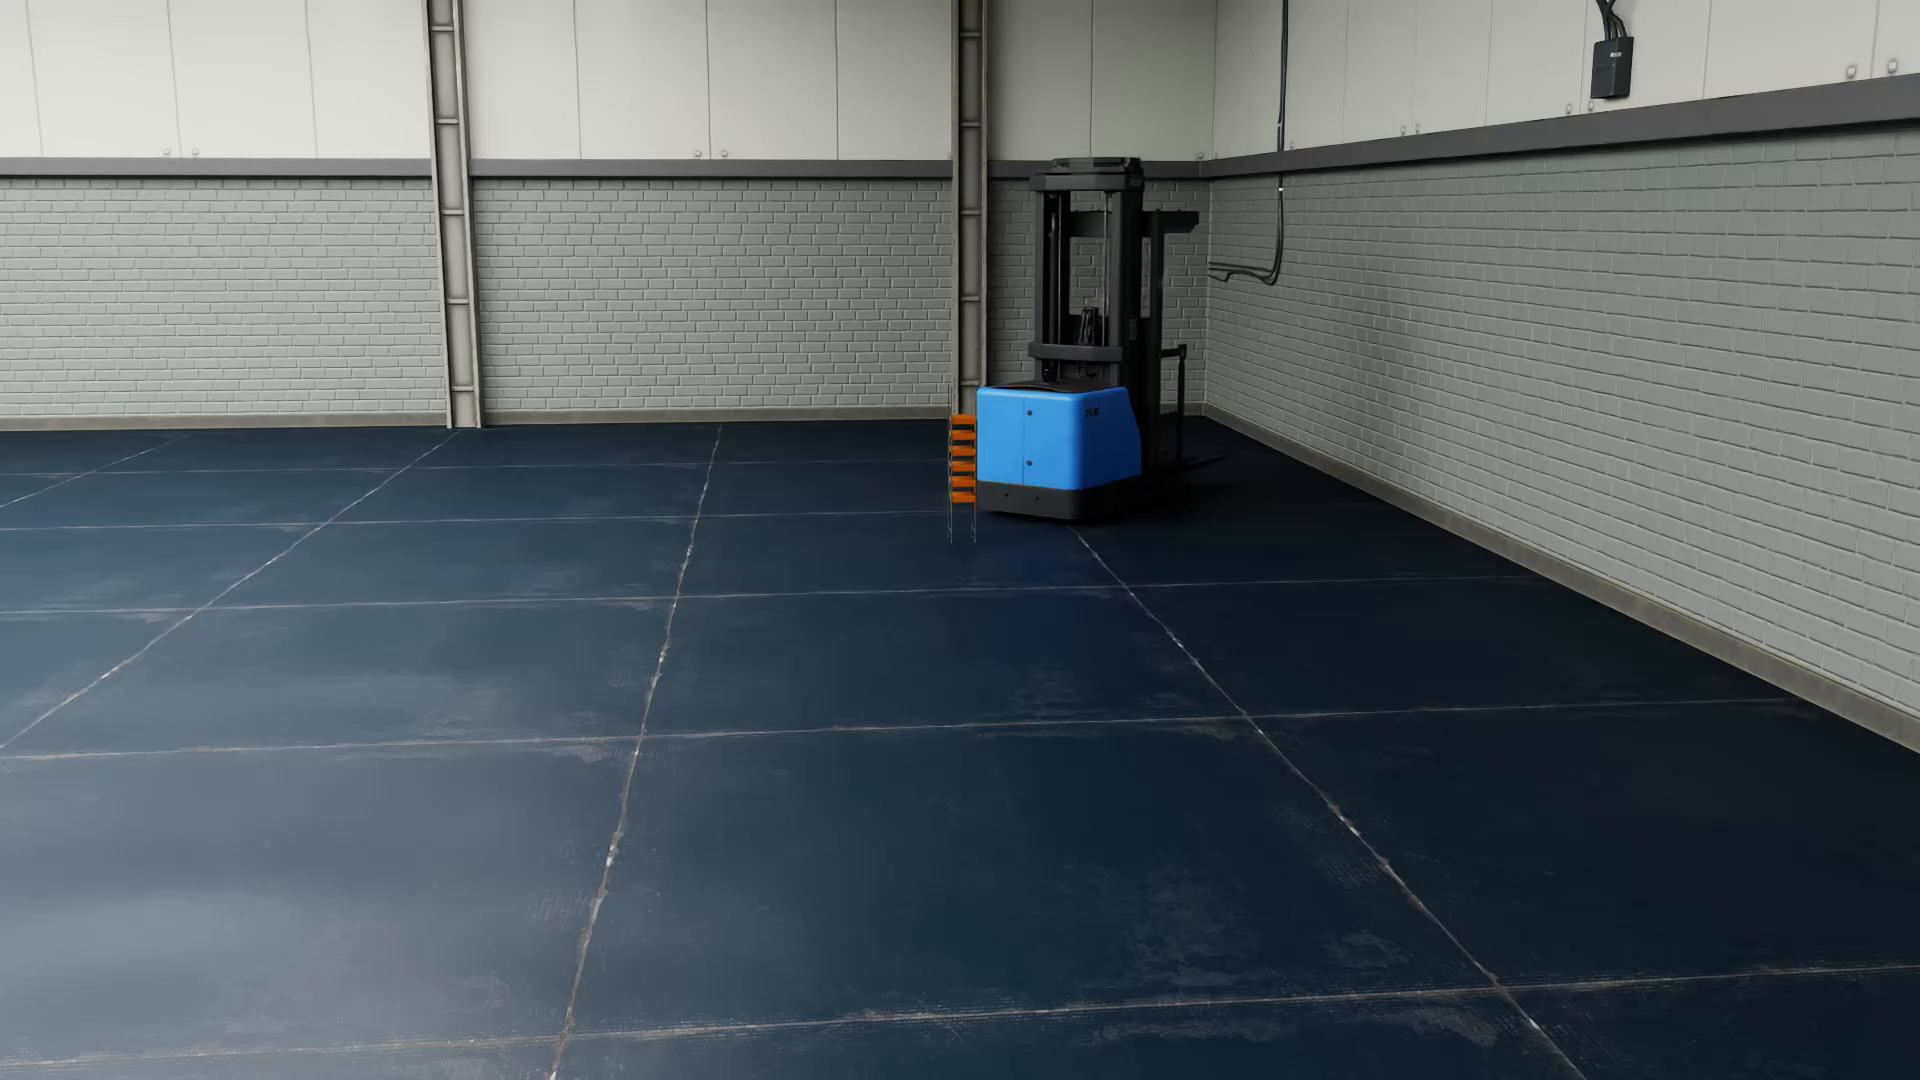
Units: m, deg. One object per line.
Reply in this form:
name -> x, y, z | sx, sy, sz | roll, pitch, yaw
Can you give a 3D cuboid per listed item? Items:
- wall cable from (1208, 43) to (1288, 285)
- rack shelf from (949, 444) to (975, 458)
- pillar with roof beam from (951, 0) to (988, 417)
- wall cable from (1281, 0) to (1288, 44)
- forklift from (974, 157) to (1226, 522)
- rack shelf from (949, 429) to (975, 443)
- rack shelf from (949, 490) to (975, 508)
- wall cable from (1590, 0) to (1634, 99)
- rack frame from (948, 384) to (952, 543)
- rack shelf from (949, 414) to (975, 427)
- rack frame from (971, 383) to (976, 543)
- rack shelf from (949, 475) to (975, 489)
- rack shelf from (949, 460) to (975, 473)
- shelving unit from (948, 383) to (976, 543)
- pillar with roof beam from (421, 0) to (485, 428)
wall cable -> 3.180, -4.175, 18.824 | 0.112, 2.526, 3.097 | -1, 11, -6
rack shelf -> 0.014, -0.663, 12.739 | 0.180, 0.103, 0.258 | -1, 11, -6
pillar with roof beam -> 0.573, -5.065, 15.303 | 0.400, 9.000, 9.100 | -1, 11, -6
wall cable -> 3.472, -6.134, 15.698 | 0.112, 2.526, 3.097 | -1, 11, -6
forklift -> 1.378, -1.817, 14.510 | 1.130, 2.935, 3.031 | 8, 14, 34
rack shelf -> 0.014, -0.781, 12.716 | 0.180, 0.103, 0.258 | -1, 11, -6
rack shelf -> 0.014, -0.310, 12.809 | 0.180, 0.103, 0.258 | -1, 11, -6
wall cable -> 4.189, -5.546, 8.934 | 0.169, 6.003, 2.305 | -1, 11, -6
rack frame -> -0.077, -0.587, 12.744 | 0.006, 1.200, 0.240 | -1, 11, -6
rack shelf -> 0.014, -0.899, 12.693 | 0.180, 0.103, 0.258 | -1, 11, -6
rack frame -> 0.105, -0.591, 12.764 | 0.006, 1.200, 0.240 | -1, 11, -6
rack shelf -> 0.014, -0.428, 12.786 | 0.180, 0.103, 0.258 | -1, 11, -6
rack shelf -> 0.014, -0.545, 12.762 | 0.180, 0.103, 0.258 | -1, 11, -6
shelving unit -> 0.014, -0.589, 12.754 | 0.189, 1.200, 0.258 | -1, 11, -6
pillar with roof beam -> -5.392, -4.940, 14.667 | 0.400, 9.000, 9.100 | -1, 11, -6
